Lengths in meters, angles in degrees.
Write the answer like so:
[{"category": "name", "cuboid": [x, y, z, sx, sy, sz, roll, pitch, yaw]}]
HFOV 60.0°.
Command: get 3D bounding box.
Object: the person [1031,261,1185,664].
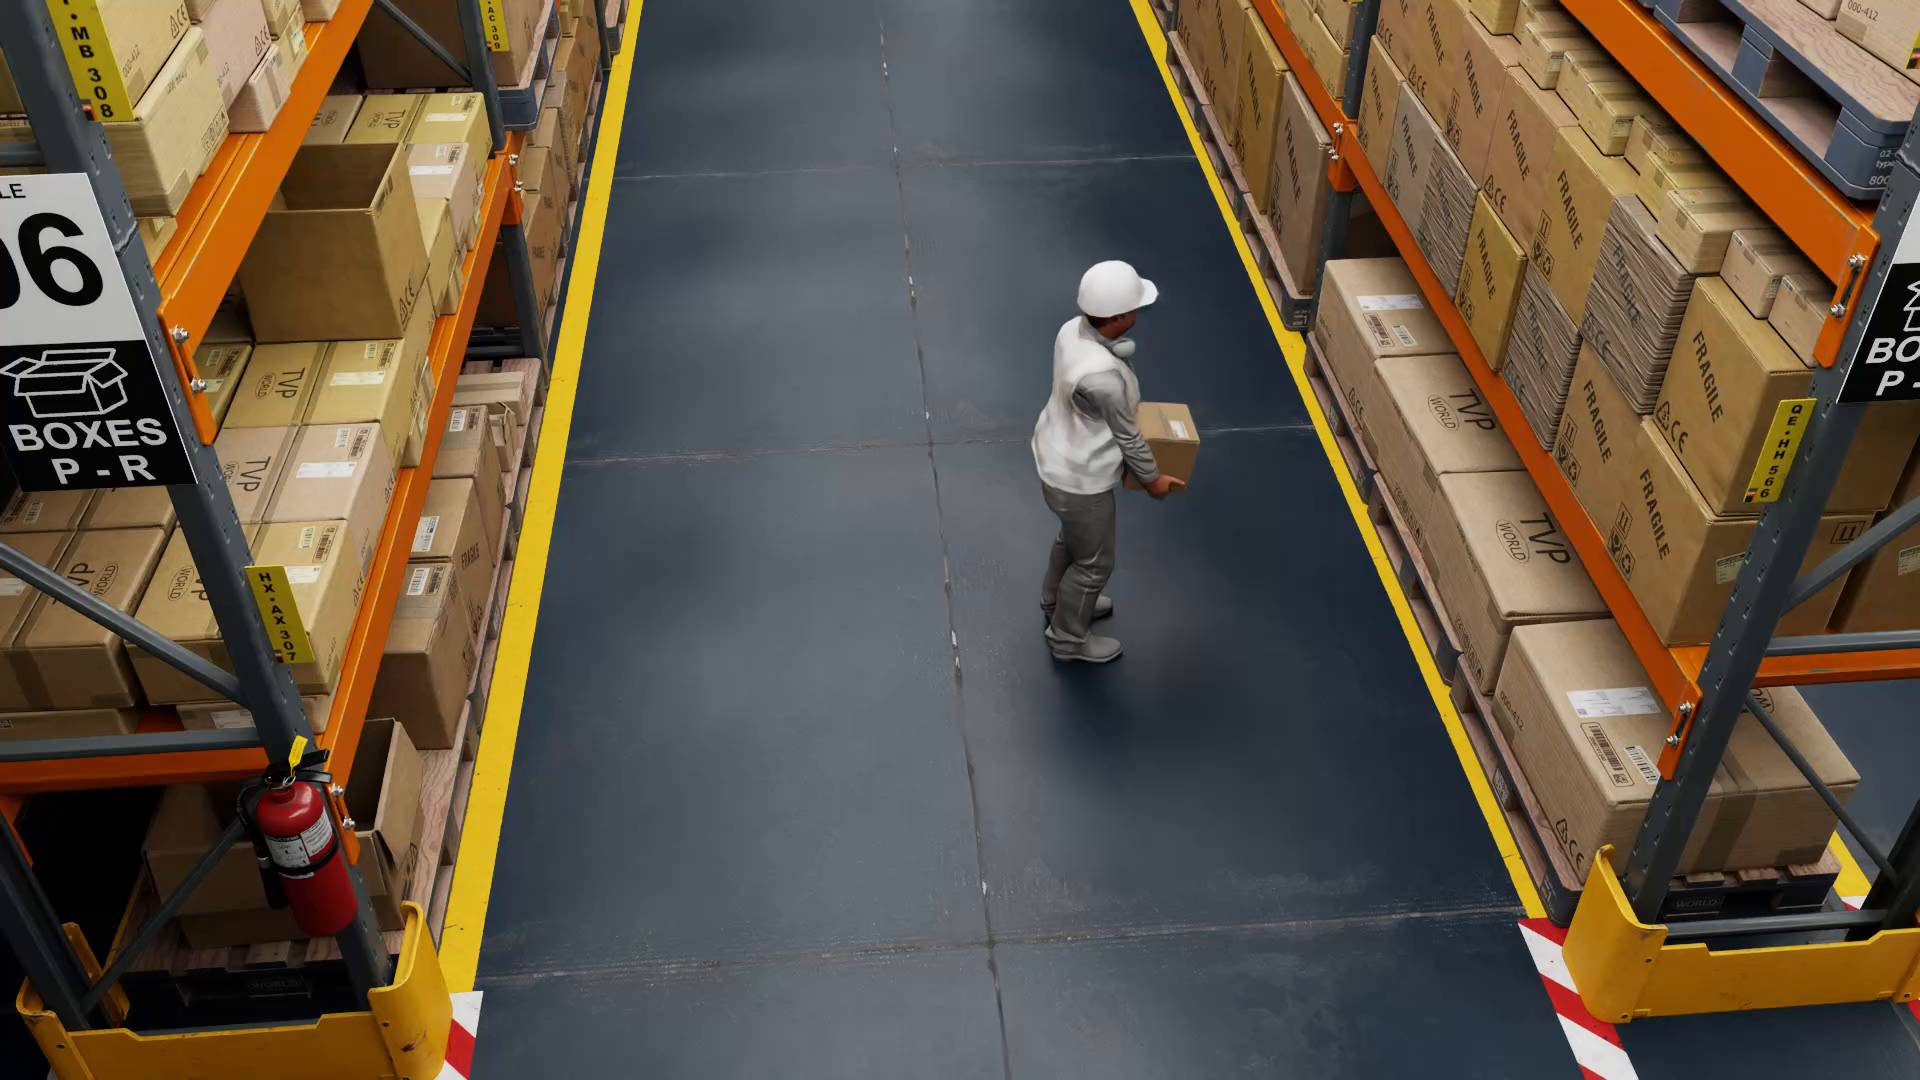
[{"category": "person", "cuboid": [0.571, -0.306, 6.521, 0.571, 1.769, 0.490, -4, 39, -5]}]
